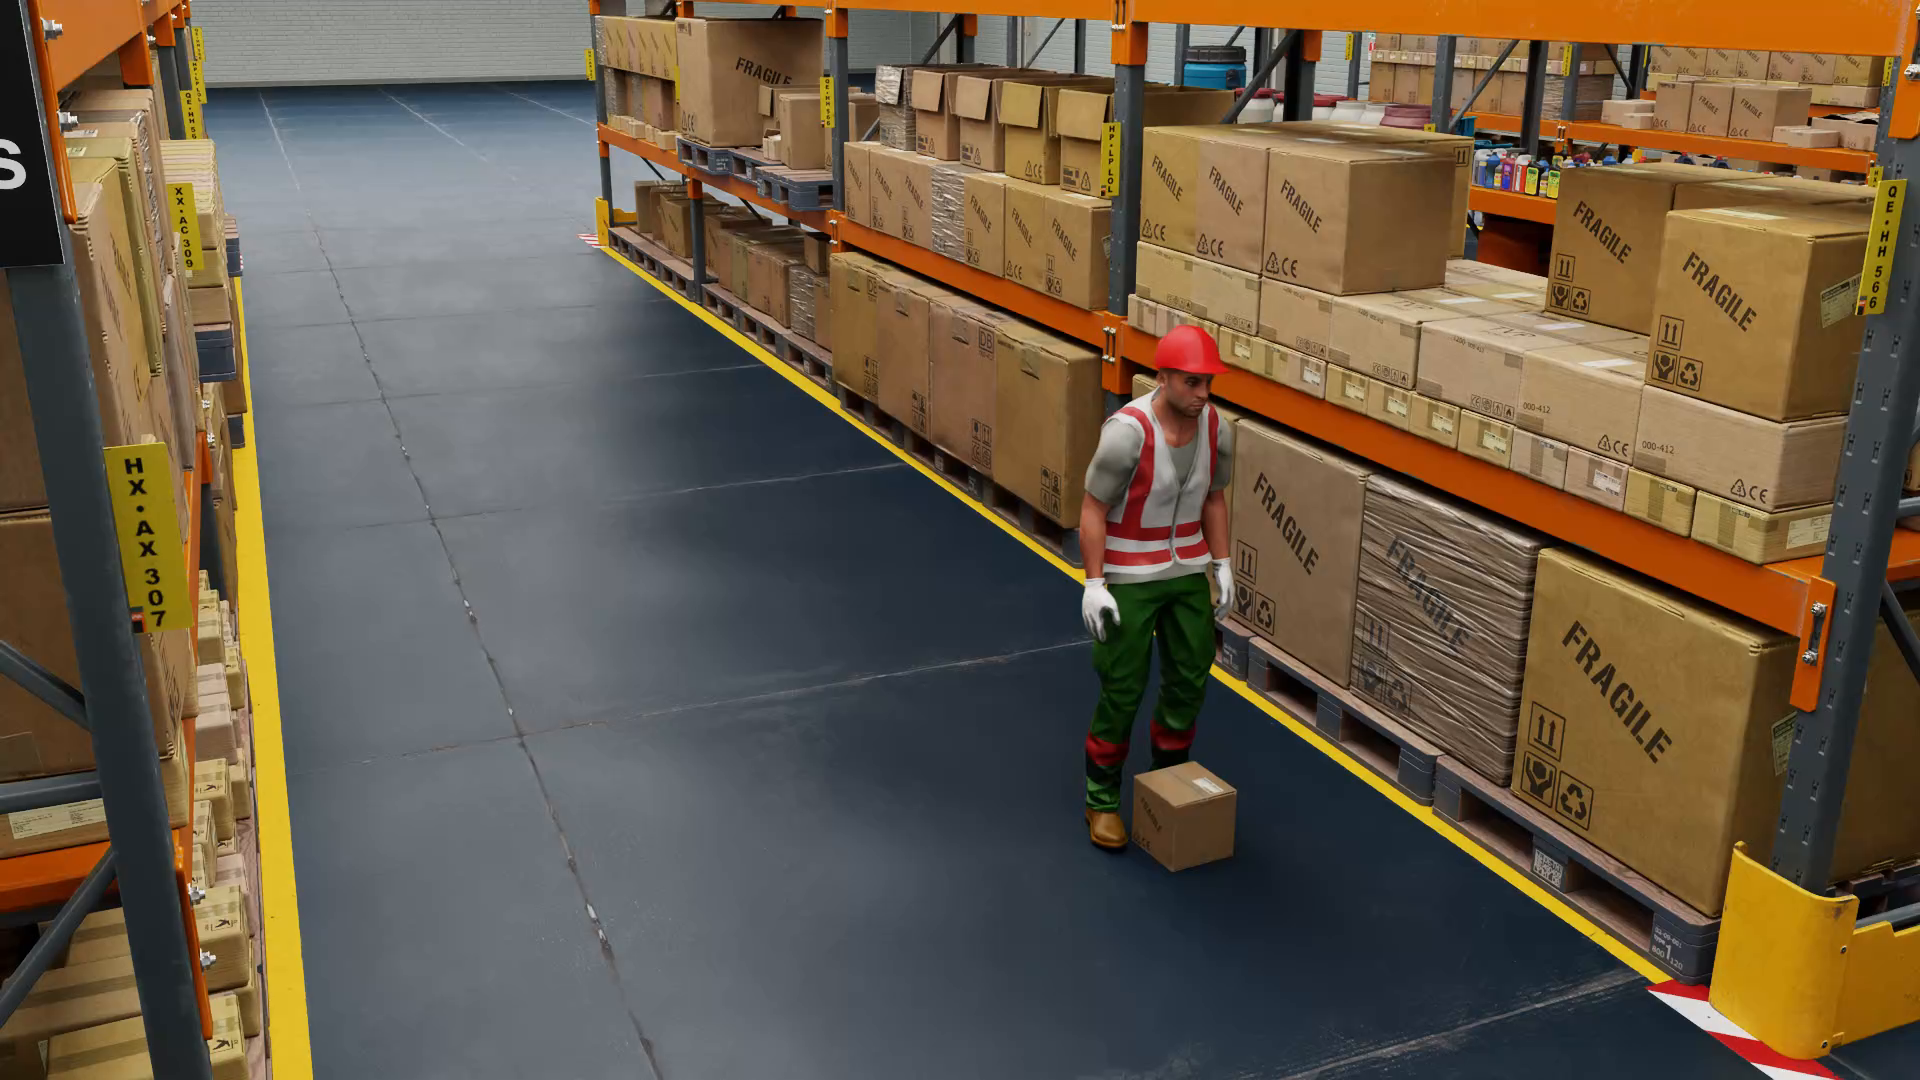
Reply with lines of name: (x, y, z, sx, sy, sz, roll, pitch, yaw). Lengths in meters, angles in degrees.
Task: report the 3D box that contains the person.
person: (1.516, -1.883, 11.623, 7.718, 1.774, 11.115, -9, 21, -25)
